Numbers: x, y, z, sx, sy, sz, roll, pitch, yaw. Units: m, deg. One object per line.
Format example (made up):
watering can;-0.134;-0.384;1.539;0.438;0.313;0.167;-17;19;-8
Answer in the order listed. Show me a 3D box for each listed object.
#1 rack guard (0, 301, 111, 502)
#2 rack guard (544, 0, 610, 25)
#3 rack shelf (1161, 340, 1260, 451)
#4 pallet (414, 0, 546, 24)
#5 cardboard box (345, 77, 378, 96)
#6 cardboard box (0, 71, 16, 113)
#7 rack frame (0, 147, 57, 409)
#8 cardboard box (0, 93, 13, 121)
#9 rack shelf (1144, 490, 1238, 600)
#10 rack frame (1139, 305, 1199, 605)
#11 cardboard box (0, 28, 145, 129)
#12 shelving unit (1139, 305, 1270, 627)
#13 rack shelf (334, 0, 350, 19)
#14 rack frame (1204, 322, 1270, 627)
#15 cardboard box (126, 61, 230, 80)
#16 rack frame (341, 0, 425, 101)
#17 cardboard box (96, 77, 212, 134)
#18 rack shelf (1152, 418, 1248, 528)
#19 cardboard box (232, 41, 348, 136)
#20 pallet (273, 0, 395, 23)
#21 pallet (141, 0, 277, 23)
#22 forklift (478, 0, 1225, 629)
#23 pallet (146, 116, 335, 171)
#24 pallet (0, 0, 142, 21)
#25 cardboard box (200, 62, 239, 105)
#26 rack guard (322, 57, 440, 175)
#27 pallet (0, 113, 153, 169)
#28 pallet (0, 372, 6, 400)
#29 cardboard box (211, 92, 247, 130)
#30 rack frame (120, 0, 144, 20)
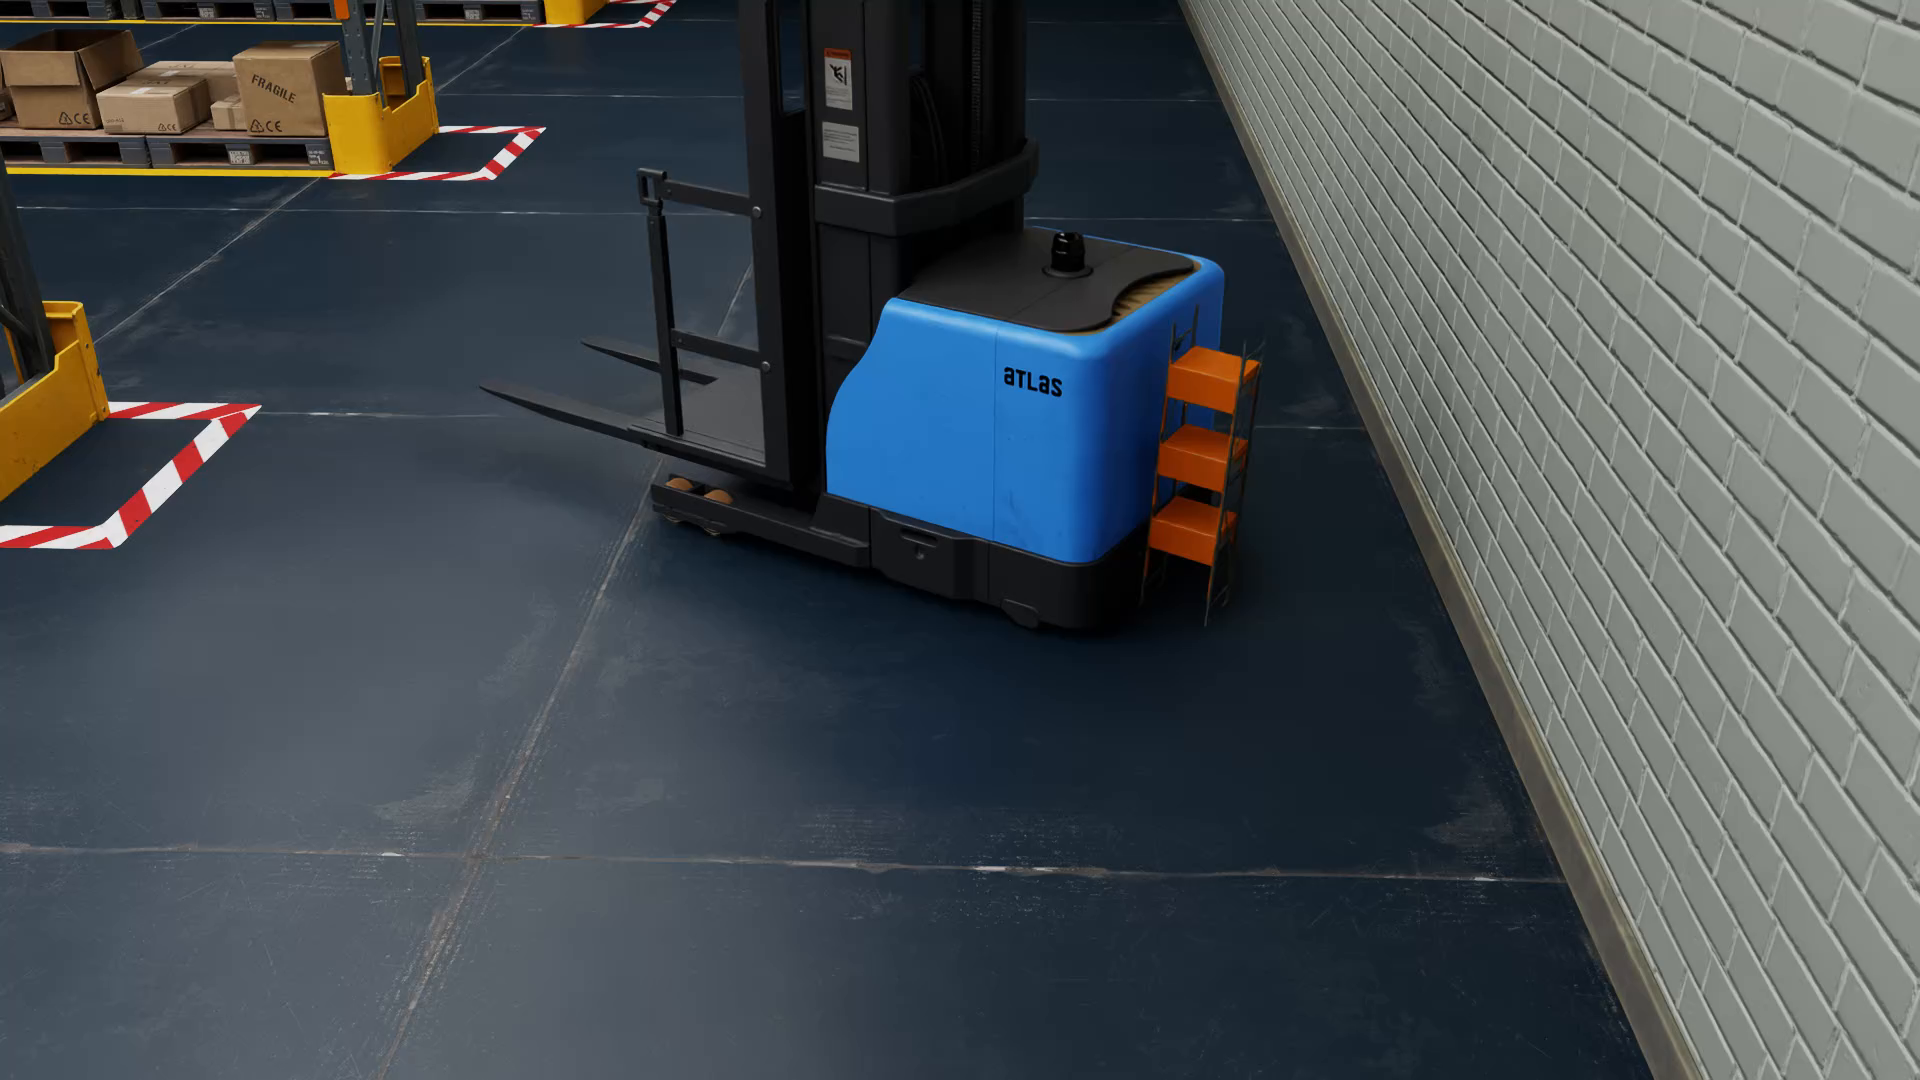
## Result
rack guard;-3.914;-0.525;6.707;0.348;0.500;1.175;1;28;2
rack guard;-3.565;-5.157;15.444;0.348;0.500;1.175;1;28;2
rack shelf;0.821;-0.473;5.425;0.240;0.259;0.215;18;33;25
pallet;-4.391;-5.006;15.468;1.213;0.211;1.003;1;28;2
cardboard box;-4.166;-3.045;11.366;0.250;0.149;0.380;1;28;2
cardboard box;-6.429;-3.126;11.346;0.500;0.311;0.500;1;28;2
rack frame;-3.939;-1.624;6.111;0.127;3.000;1.000;1;28;2
cardboard box;-6.481;-2.833;10.948;0.250;0.166;0.380;1;28;2
rack shelf;0.795;0.015;5.702;0.240;0.259;0.215;18;33;25
rack frame;0.703;-0.270;5.611;0.008;1.050;0.200;18;33;25
cardboard box;-5.880;-3.072;11.037;0.637;0.503;0.797;1;28;2
shelving unit;0.808;-0.236;5.560;0.252;1.050;0.215;18;33;25
rack shelf;-5.759;-3.658;10.716;4.000;0.370;1.077;1;28;2
rack frame;0.914;-0.201;5.509;0.008;1.050;0.200;18;33;25
cardboard box;-5.293;-3.080;11.324;0.500;0.250;0.500;1;28;2
rack frame;-3.760;-3.943;10.485;0.127;3.000;1.000;1;28;2
cardboard box;-5.260;-2.846;10.881;0.500;0.250;0.500;1;28;2
rack shelf;0.808;-0.226;5.565;0.240;0.259;0.215;18;33;25
cardboard box;-4.312;-2.926;10.767;0.500;0.500;0.500;1;28;2
pallet;-5.607;-5.027;15.508;1.213;0.211;1.003;1;28;2
pallet;-6.829;-5.046;15.544;1.213;0.211;1.003;1;28;2
forklift;-0.579;-1.504;5.959;3.031;2.935;1.130;17;32;28
pallet;-4.633;-2.724;11.164;1.213;0.211;1.003;1;28;2
pallet;-8.360;-5.073;15.594;1.213;0.211;1.003;1;28;2
cardboard box;-4.793;-3.072;11.309;0.500;0.250;0.500;1;28;2
rack guard;-3.836;-2.839;11.073;0.348;0.500;1.175;1;28;2
pallet;-5.849;-2.746;11.205;1.213;0.211;1.003;1;28;2
pallet;-4.761;-0.424;6.824;1.213;0.211;1.003;1;28;2
cardboard box;-4.714;-2.828;10.937;0.250;0.166;0.380;1;28;2
rack frame;-7.586;-6.327;14.984;0.127;3.000;1.000;1;28;2
